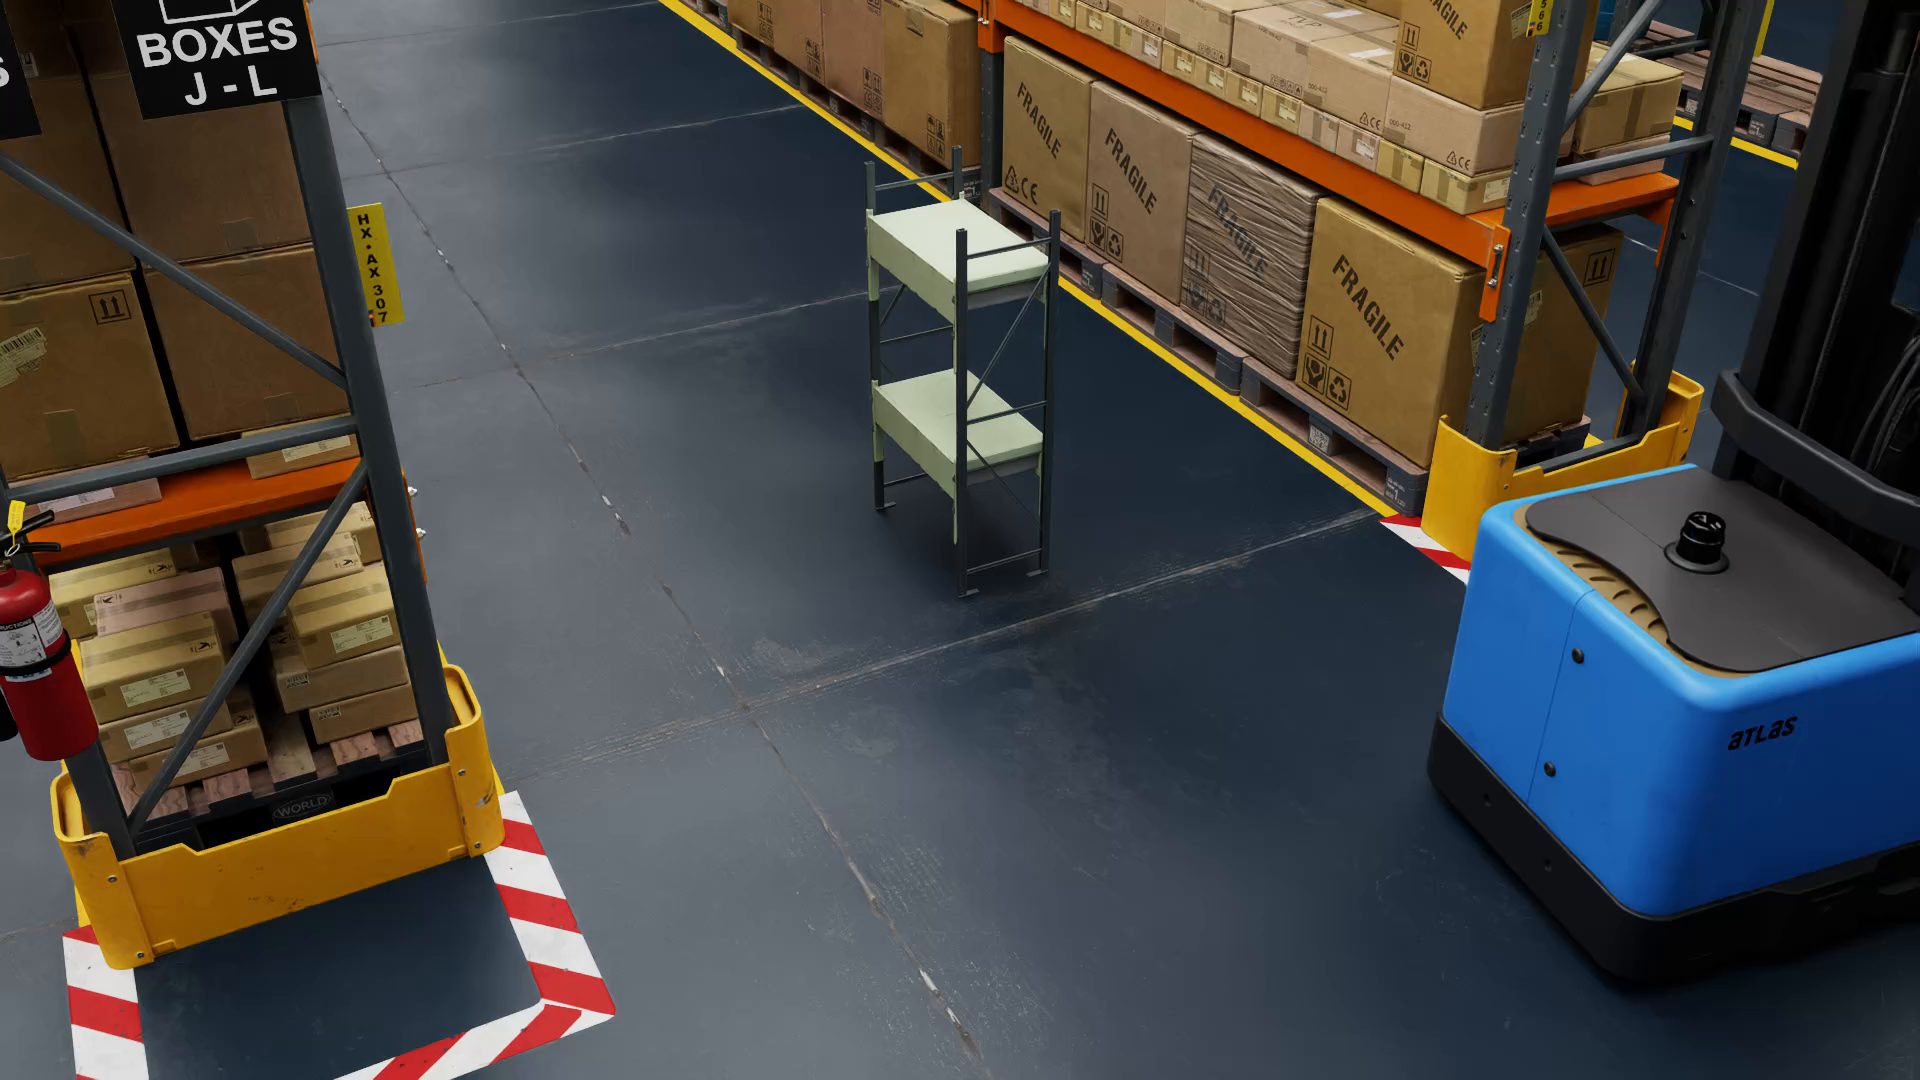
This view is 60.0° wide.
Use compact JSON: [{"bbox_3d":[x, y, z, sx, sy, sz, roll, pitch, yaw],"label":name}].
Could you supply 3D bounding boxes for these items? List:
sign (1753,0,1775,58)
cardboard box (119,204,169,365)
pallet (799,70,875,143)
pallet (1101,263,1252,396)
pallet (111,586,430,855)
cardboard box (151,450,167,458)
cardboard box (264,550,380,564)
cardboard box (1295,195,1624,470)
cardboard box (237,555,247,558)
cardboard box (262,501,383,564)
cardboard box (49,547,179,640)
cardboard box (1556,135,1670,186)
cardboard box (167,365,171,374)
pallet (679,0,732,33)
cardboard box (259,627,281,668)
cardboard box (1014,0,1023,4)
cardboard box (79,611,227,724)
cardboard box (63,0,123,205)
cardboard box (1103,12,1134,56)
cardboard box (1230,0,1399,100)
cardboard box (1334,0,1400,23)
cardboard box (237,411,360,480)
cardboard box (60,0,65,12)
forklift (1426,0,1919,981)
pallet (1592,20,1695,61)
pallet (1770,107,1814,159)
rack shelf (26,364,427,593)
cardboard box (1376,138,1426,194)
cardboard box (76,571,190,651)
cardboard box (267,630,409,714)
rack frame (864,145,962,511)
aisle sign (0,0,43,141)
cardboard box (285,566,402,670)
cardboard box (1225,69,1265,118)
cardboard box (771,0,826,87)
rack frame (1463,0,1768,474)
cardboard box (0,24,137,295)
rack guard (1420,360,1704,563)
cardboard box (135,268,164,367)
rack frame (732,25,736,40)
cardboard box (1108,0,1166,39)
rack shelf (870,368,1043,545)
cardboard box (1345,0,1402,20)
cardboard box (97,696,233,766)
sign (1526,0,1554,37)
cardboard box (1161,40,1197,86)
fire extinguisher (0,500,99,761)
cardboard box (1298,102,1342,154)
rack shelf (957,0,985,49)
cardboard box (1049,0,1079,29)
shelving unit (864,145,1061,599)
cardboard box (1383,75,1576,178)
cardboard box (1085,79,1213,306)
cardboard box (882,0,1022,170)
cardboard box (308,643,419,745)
[{"bbox_3d":[2.947,-1.933,6.111,0.100,0.325,0.005,-16,36,-23],"label":"sign"},{"bbox_3d":[-2.219,-0.899,5.005,0.500,0.500,0.500,-16,36,-23],"label":"cardboard box"},{"bbox_3d":[-0.411,-3.066,11.339,1.003,0.211,1.213,-16,36,-23],"label":"pallet"},{"bbox_3d":[1.446,-1.168,8.377,1.003,0.211,1.213,-16,36,-23],"label":"pallet"},{"bbox_3d":[-2.365,0.542,5.708,1.003,0.211,1.213,-16,36,-23],"label":"pallet"},{"bbox_3d":[-2.467,-0.306,4.680,0.380,0.149,0.250,-16,36,-23],"label":"cardboard box"},{"bbox_3d":[-2.293,-0.005,5.955,0.380,0.149,0.250,-15,35,-22],"label":"cardboard box"},{"bbox_3d":[2.084,-0.966,7.058,0.875,0.875,0.875,-16,36,-23],"label":"cardboard box"},{"bbox_3d":[-2.485,0.025,6.183,0.380,0.149,0.250,-16,36,-23],"label":"cardboard box"},{"bbox_3d":[-2.165,-0.016,5.696,0.380,0.149,0.250,-16,36,-23],"label":"cardboard box"},{"bbox_3d":[-2.752,0.159,5.423,0.380,0.149,0.250,-17,36,-24],"label":"cardboard box"},{"bbox_3d":[2.580,-1.545,6.614,0.380,0.149,0.250,-15,36,-23],"label":"cardboard box"},{"bbox_3d":[-2.318,-0.673,5.252,0.380,0.149,0.250,-14,35,-21],"label":"cardboard box"},{"bbox_3d":[-1.640,-4.416,13.447,1.003,0.211,1.213,-16,36,-23],"label":"pallet"},{"bbox_3d":[-2.259,0.273,5.797,0.380,0.149,0.250,-15,36,-23],"label":"cardboard box"},{"bbox_3d":[0.432,-2.977,8.849,0.380,0.149,0.250,-16,36,-23],"label":"cardboard box"},{"bbox_3d":[-2.453,0.385,5.071,0.380,0.149,0.250,-15,36,-23],"label":"cardboard box"},{"bbox_3d":[-2.197,-1.308,4.716,0.500,0.500,0.500,-15,36,-22],"label":"cardboard box"},{"bbox_3d":[0.921,-2.479,8.072,0.380,0.149,0.250,-16,36,-24],"label":"cardboard box"},{"bbox_3d":[1.519,-2.110,7.127,0.500,0.250,0.500,-17,36,-25],"label":"cardboard box"},{"bbox_3d":[1.989,-2.245,7.337,0.500,0.250,0.500,-17,36,-25],"label":"cardboard box"},{"bbox_3d":[-1.843,-0.331,4.718,0.380,0.149,0.250,-16,36,-23],"label":"cardboard box"},{"bbox_3d":[-2.902,-1.431,4.908,0.500,0.500,0.500,-14,35,-21],"label":"cardboard box"},{"bbox_3d":[3.098,-0.458,4.749,3.031,2.935,1.130,-11,34,-17],"label":"forklift"},{"bbox_3d":[4.647,-3.758,12.420,1.003,0.211,1.213,-16,36,-23],"label":"pallet"},{"bbox_3d":[5.920,-2.455,10.386,1.003,0.211,1.213,-16,36,-23],"label":"pallet"},{"bbox_3d":[-2.914,-0.851,5.964,1.077,0.370,4.000,-16,36,-23],"label":"rack shelf"},{"bbox_3d":[1.873,-1.504,6.549,0.380,0.149,0.250,-15,36,-23],"label":"cardboard box"},{"bbox_3d":[-2.724,0.271,5.524,0.380,0.149,0.250,-17,37,-25],"label":"cardboard box"},{"bbox_3d":[-1.999,0.384,5.347,0.380,0.149,0.250,-14,35,-21],"label":"cardboard box"},{"bbox_3d":[-0.174,-0.809,6.623,0.400,1.500,0.023,-16,36,-23],"label":"rack frame"},{"bbox_3d":[-2.213,-1.184,3.407,0.394,0.787,0.004,-16,36,-23],"label":"aisle sign"},{"bbox_3d":[-1.926,0.238,5.300,0.380,0.149,0.250,-18,37,-25],"label":"cardboard box"},{"bbox_3d":[1.397,-1.991,7.309,0.380,0.149,0.250,-16,36,-23],"label":"cardboard box"},{"bbox_3d":[-0.565,-3.737,11.382,1.225,0.875,0.875,-16,36,-23],"label":"cardboard box"},{"bbox_3d":[2.453,-1.399,6.153,1.000,3.000,0.127,-16,36,-23],"label":"rack frame"},{"bbox_3d":[-2.415,-0.944,4.147,0.500,0.500,0.500,-17,36,-24],"label":"cardboard box"},{"bbox_3d":[2.464,-0.335,6.809,1.175,0.500,0.348,-16,36,-23],"label":"rack guard"},{"bbox_3d":[-2.655,-0.764,4.793,0.500,0.500,0.500,-16,36,-24],"label":"cardboard box"},{"bbox_3d":[-1.277,-5.217,12.112,1.000,3.000,0.127,-16,36,-23],"label":"rack frame"},{"bbox_3d":[1.049,-2.595,7.883,0.500,0.250,0.500,-15,36,-22],"label":"cardboard box"},{"bbox_3d":[-0.003,-0.360,6.526,0.431,0.370,0.720,-16,36,-23],"label":"rack shelf"},{"bbox_3d":[1.988,-2.558,7.130,0.500,0.500,0.500,-17,36,-24],"label":"cardboard box"},{"bbox_3d":[-2.480,0.519,5.137,0.380,0.149,0.250,-17,36,-24],"label":"cardboard box"},{"bbox_3d":[1.967,-1.856,5.574,0.100,0.325,0.005,-16,36,-23],"label":"sign"},{"bbox_3d":[1.160,-2.233,7.688,0.380,0.149,0.250,-17,36,-24],"label":"cardboard box"},{"bbox_3d":[-2.273,0.226,4.033,0.296,0.674,0.183,-16,36,-23],"label":"fire extinguisher"},{"bbox_3d":[1.641,-1.744,6.924,0.380,0.149,0.250,-15,36,-22],"label":"cardboard box"},{"bbox_3d":[-0.344,-3.959,10.816,1.077,0.370,4.000,-16,36,-23],"label":"rack shelf"},{"bbox_3d":[0.678,-2.726,8.457,0.380,0.149,0.250,-15,35,-22],"label":"cardboard box"},{"bbox_3d":[-0.003,-0.635,6.350,0.431,1.500,0.755,-16,36,-23],"label":"shelving unit"},{"bbox_3d":[1.992,-1.625,6.370,0.500,0.250,0.500,-16,36,-24],"label":"cardboard box"},{"bbox_3d":[1.245,-1.825,8.399,0.875,0.875,0.875,-16,36,-23],"label":"cardboard box"},{"bbox_3d":[0.272,-2.890,10.061,1.225,0.875,0.875,-16,36,-23],"label":"cardboard box"},{"bbox_3d":[-1.943,0.494,5.452,0.380,0.149,0.250,-15,36,-22],"label":"cardboard box"}]
